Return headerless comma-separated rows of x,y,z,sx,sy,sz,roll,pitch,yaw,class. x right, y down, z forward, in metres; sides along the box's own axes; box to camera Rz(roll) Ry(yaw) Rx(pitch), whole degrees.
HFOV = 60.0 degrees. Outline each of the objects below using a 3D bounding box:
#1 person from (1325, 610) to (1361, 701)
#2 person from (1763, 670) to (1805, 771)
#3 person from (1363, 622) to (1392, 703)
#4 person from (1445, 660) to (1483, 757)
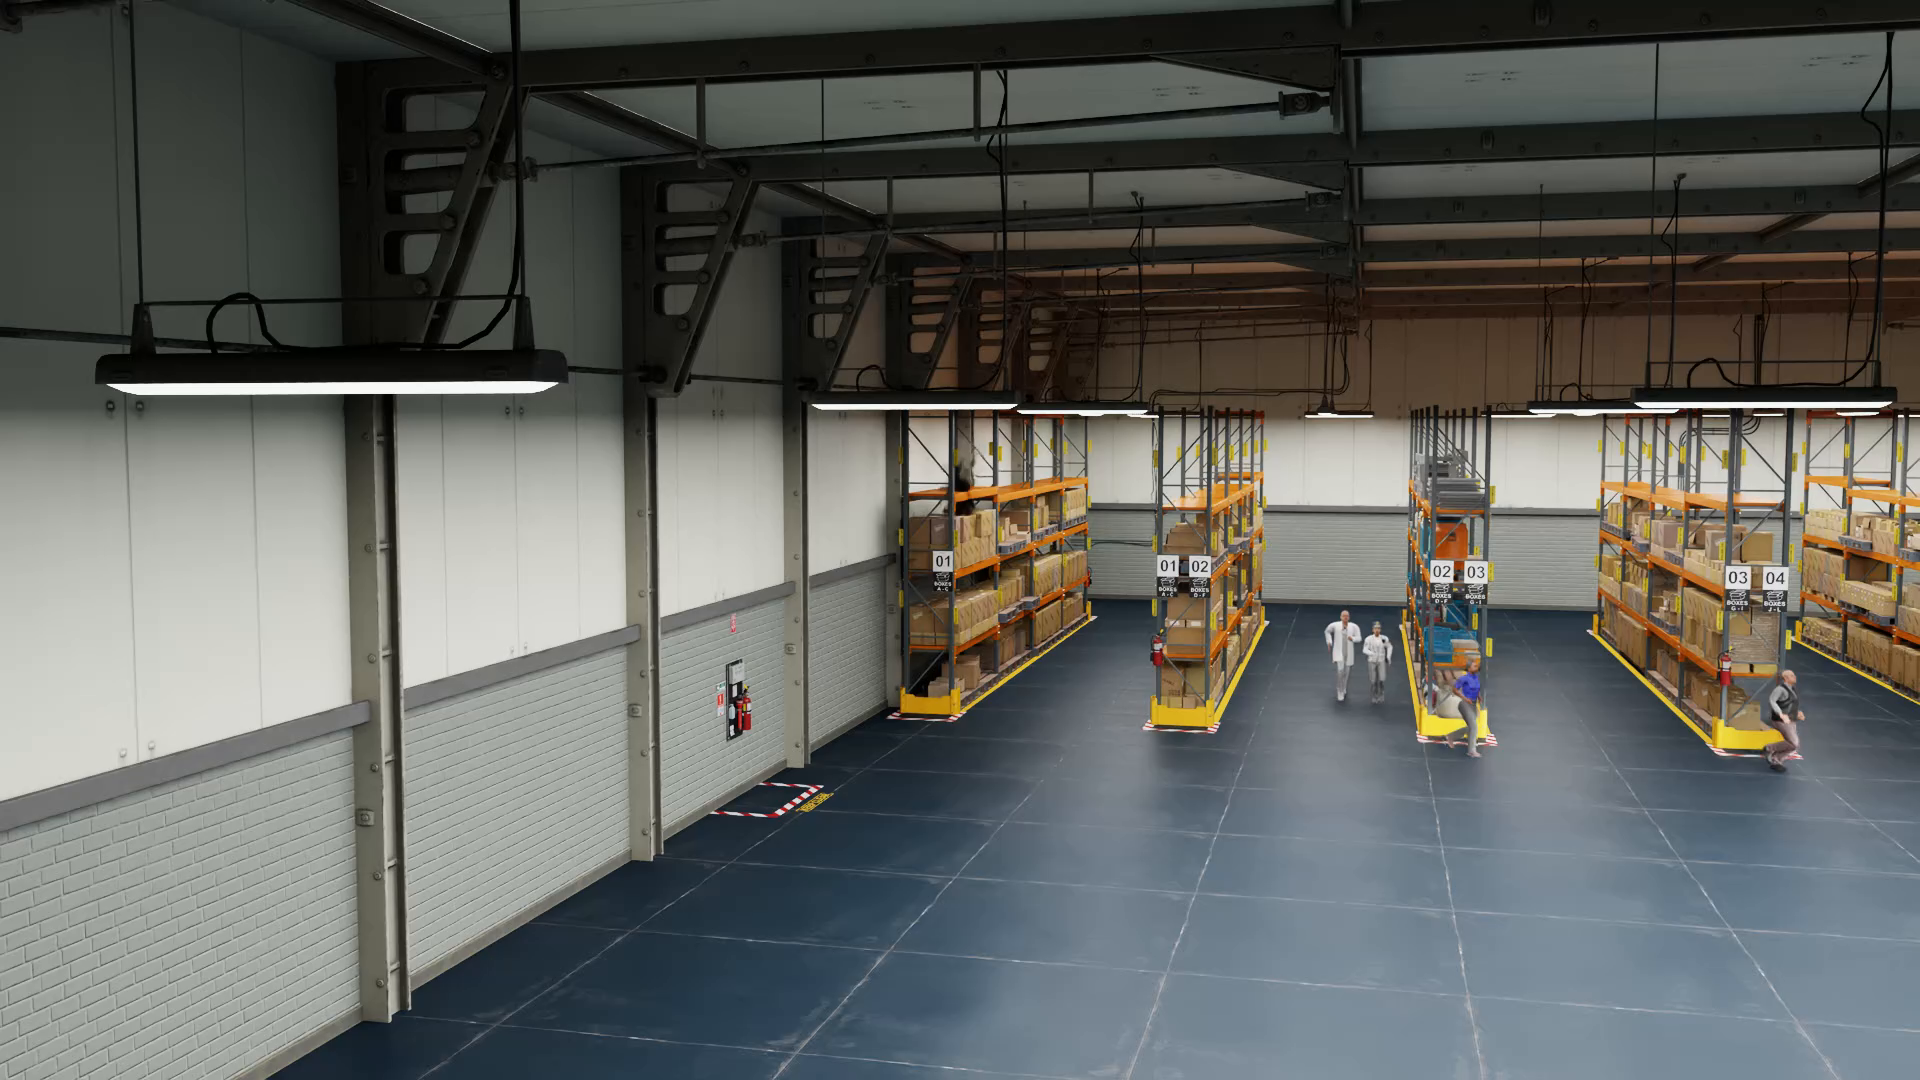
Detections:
7.918,2.370,34.317,0.685,1.844,0.796,0,4,1,person
13.511,2.944,27.220,0.644,1.642,0.548,-4,5,-41,person
8.429,2.472,33.546,0.590,1.660,0.619,1,4,12,person
8.723,2.893,28.617,0.597,1.637,0.752,-4,5,-41,person
